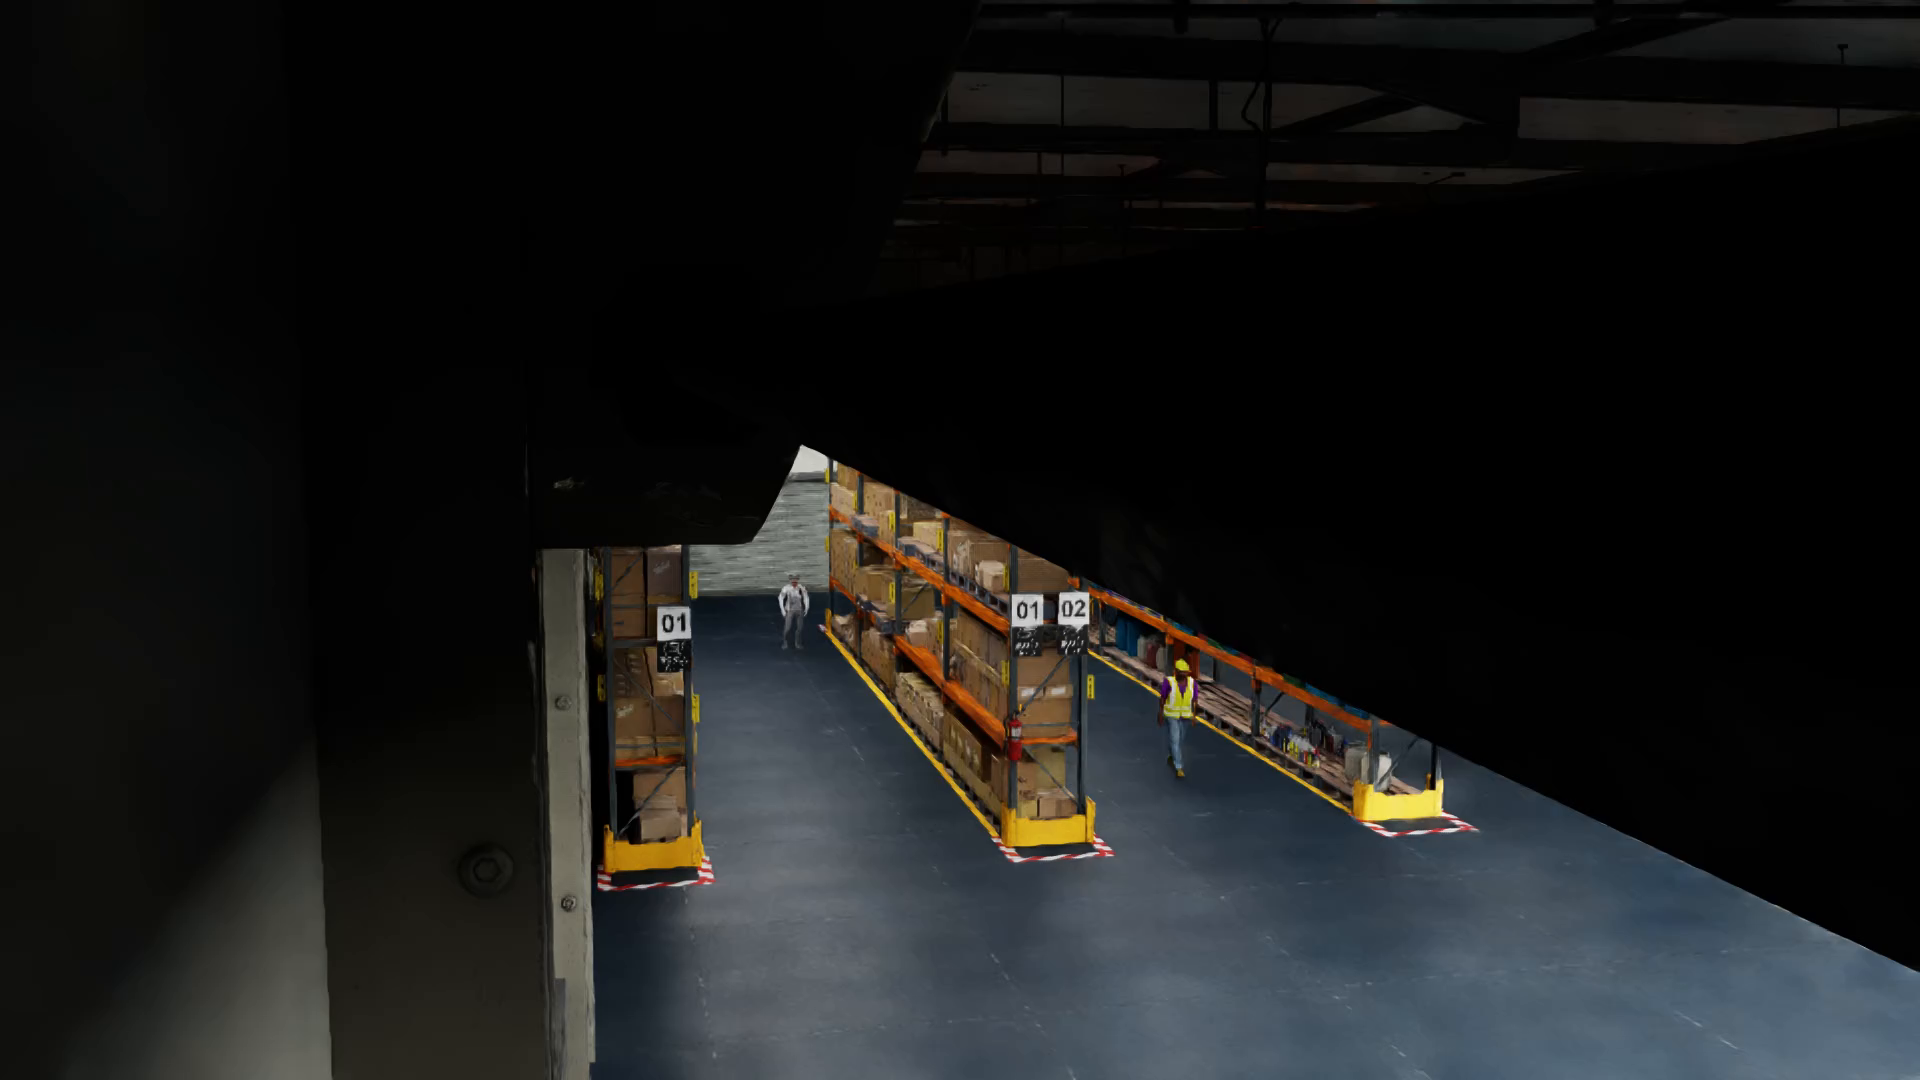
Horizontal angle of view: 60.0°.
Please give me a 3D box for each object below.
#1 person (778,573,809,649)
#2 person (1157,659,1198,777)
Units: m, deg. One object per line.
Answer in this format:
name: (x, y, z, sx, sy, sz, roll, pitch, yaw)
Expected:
person: (-3.429, 1.457, 34.333, 0.639, 1.632, 0.496, -2, 7, -14)
person: (3.246, 2.576, 24.485, 0.577, 1.687, 1.115, -2, 7, -14)
